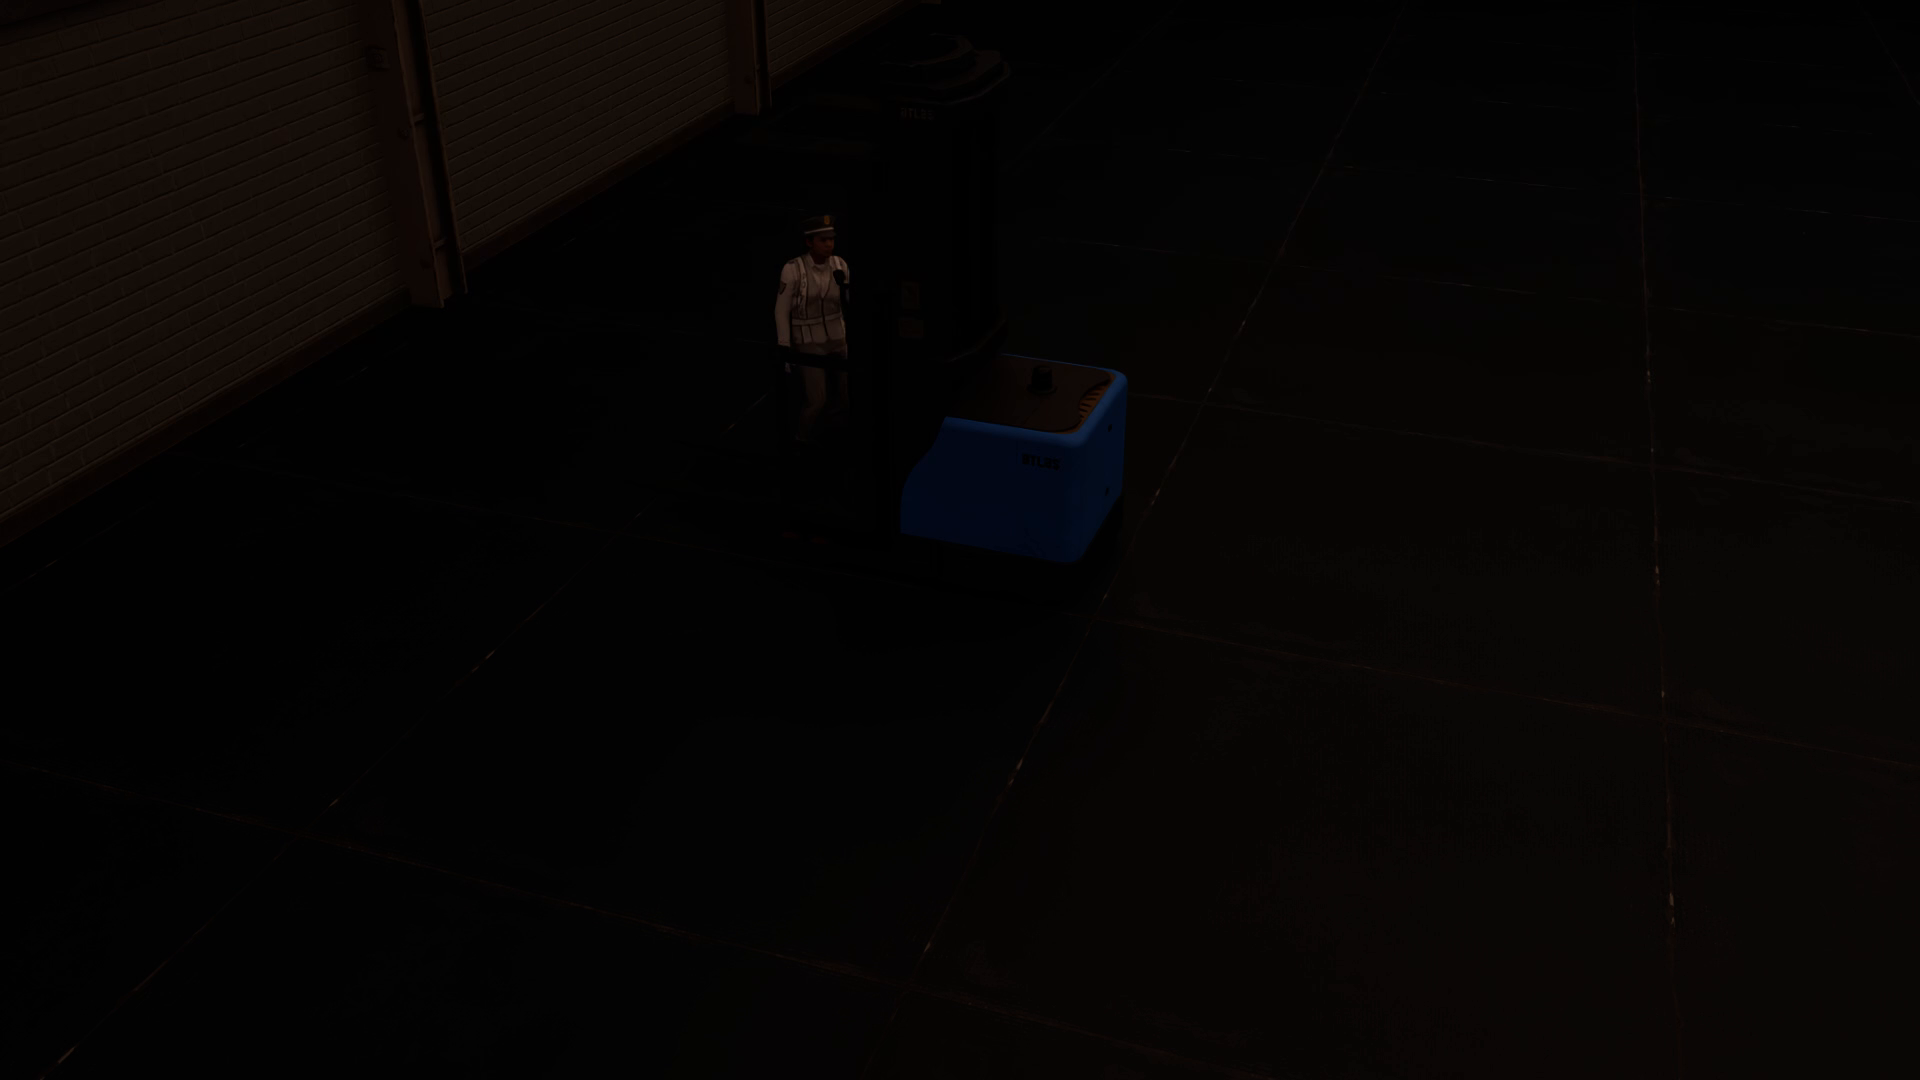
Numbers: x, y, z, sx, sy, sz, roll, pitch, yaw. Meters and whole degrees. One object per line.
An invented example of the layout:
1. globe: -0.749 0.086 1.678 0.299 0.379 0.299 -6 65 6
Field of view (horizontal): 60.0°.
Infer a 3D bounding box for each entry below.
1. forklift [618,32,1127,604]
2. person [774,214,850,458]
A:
1. forklift: -0.588 -1.356 9.515 3.031 2.935 1.130 10 31 18
2. person: -0.833 -1.202 10.380 0.588 1.661 0.552 -14 33 -23
